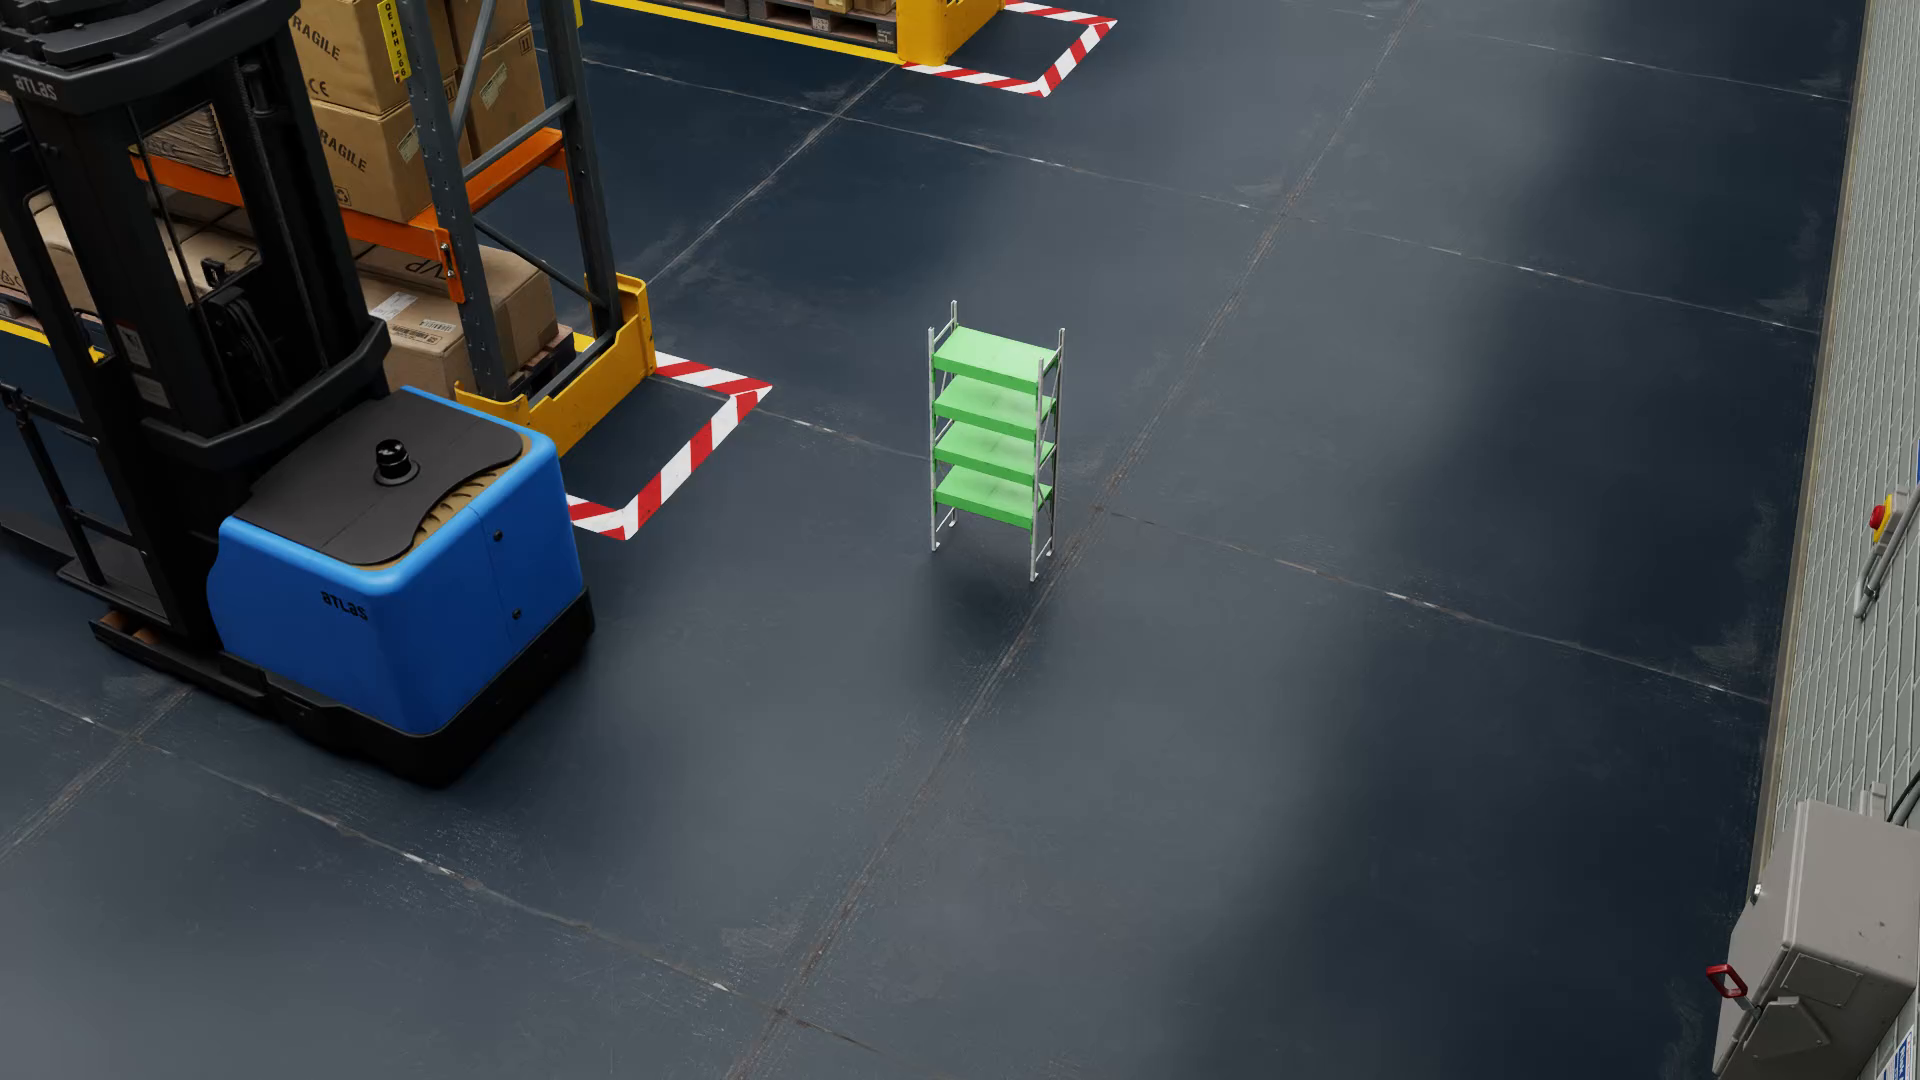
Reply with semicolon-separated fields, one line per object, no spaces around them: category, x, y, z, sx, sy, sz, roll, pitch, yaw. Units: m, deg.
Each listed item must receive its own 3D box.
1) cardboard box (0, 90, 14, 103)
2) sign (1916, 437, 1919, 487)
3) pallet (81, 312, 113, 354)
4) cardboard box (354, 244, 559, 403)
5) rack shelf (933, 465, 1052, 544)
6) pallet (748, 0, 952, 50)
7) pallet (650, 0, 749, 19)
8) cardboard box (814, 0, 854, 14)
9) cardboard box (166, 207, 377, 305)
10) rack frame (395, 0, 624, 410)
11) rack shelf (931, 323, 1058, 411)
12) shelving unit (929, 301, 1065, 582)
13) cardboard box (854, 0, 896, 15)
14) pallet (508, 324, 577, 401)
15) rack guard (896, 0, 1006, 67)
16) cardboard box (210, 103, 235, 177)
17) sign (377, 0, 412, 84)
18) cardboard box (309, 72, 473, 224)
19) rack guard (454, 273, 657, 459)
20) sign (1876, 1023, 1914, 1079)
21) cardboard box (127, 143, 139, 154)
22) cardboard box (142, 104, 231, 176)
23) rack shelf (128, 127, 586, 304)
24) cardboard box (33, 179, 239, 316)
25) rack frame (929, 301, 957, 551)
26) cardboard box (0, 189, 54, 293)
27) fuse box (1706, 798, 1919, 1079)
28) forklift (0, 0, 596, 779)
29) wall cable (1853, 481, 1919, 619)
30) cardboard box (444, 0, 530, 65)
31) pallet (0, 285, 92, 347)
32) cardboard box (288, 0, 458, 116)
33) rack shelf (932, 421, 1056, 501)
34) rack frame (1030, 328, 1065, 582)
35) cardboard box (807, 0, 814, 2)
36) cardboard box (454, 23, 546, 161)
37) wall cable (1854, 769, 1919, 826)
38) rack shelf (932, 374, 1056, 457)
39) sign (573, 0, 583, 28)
cardboard box;-4.390;-2.337;7.964;0.500;0.500;0.500;17;44;19
sign;3.213;-0.327;5.514;0.001;0.218;0.327;17;44;19
pallet;-3.841;-1.220;8.881;1.213;0.211;1.003;17;44;19
cardboard box;-2.623;-1.074;8.219;0.875;0.438;0.875;16;43;17
rack shelf;0.150;-0.178;7.387;0.480;0.148;0.258;17;44;19
pallet;-0.771;-3.940;12.018;1.213;0.211;1.003;17;44;19
pallet;-1.873;-4.279;12.409;1.213;0.211;1.003;17;44;19
cardboard box;-0.822;-3.841;11.631;0.250;0.149;0.380;18;44;20
cardboard box;-3.455;-1.323;8.505;0.875;0.438;0.875;18;44;20
rack frame;-1.982;-1.760;7.375;0.127;3.000;1.000;17;44;19
rack shelf;0.150;-0.722;6.916;0.480;0.148;0.258;17;44;19
shelving unit;0.150;-0.408;7.188;0.503;1.200;0.258;17;44;19
cardboard box;-0.546;-3.830;11.618;0.250;0.149;0.380;18;44;19
pallet;-2.740;-0.882;8.490;1.213;0.211;1.003;17;44;19
rack guard;-0.050;-3.803;11.640;0.348;0.500;1.175;17;44;19
cardboard box;-2.980;-1.923;7.486;0.500;0.500;0.500;16;43;18
sign;-2.224;-1.969;6.551;0.005;0.325;0.100;17;44;19
cardboard box;-2.531;-1.775;7.315;0.500;0.500;0.500;17;44;19
rack guard;-1.960;-0.809;8.186;0.348;0.500;1.175;17;44;19
sign;2.096;1.380;3.824;0.001;0.494;0.329;17;44;19
cardboard box;-3.923;-2.195;7.799;0.500;0.500;0.500;18;44;20
cardboard box;-3.450;-2.059;7.643;0.500;0.500;0.500;18;44;20
rack shelf;-3.795;-2.042;8.249;4.000;0.370;1.077;17;44;19
cardboard box;-4.272;-1.574;8.795;0.875;0.438;0.875;16;43;17
rack frame;-0.071;-0.475;7.266;0.015;1.200;0.240;17;44;19
cardboard box;-5.083;-1.821;9.080;0.875;0.438;0.875;16;44;18
fuse box;2.117;1.480;4.619;0.414;1.711;0.539;17;44;19
forklift;-3.102;-0.866;6.396;3.031;2.935;1.130;19;44;21
wall cable;3.138;-0.609;5.246;0.123;1.953;0.585;17;44;19
cardboard box;-2.297;-2.478;7.363;0.500;0.500;0.500;16;43;18
pallet;-4.951;-1.557;9.270;1.213;0.211;1.003;17;44;19
cardboard box;-2.520;-2.168;7.006;0.500;0.500;0.500;18;44;20
rack shelf;0.150;-0.359;7.230;0.480;0.148;0.258;17;44;19
rack frame;0.371;-0.340;7.110;0.015;1.200;0.240;17;44;19
cardboard box;-1.025;-3.965;11.775;0.250;0.149;0.380;17;44;18
cardboard box;-2.296;-2.102;7.692;0.500;0.500;0.500;17;44;18
wall cable;2.549;0.248;4.282;0.122;1.984;0.588;17;44;19
rack shelf;0.150;-0.541;7.073;0.480;0.148;0.258;17;44;19
sign;-1.742;-2.445;7.443;0.005;0.325;0.100;17;44;19
